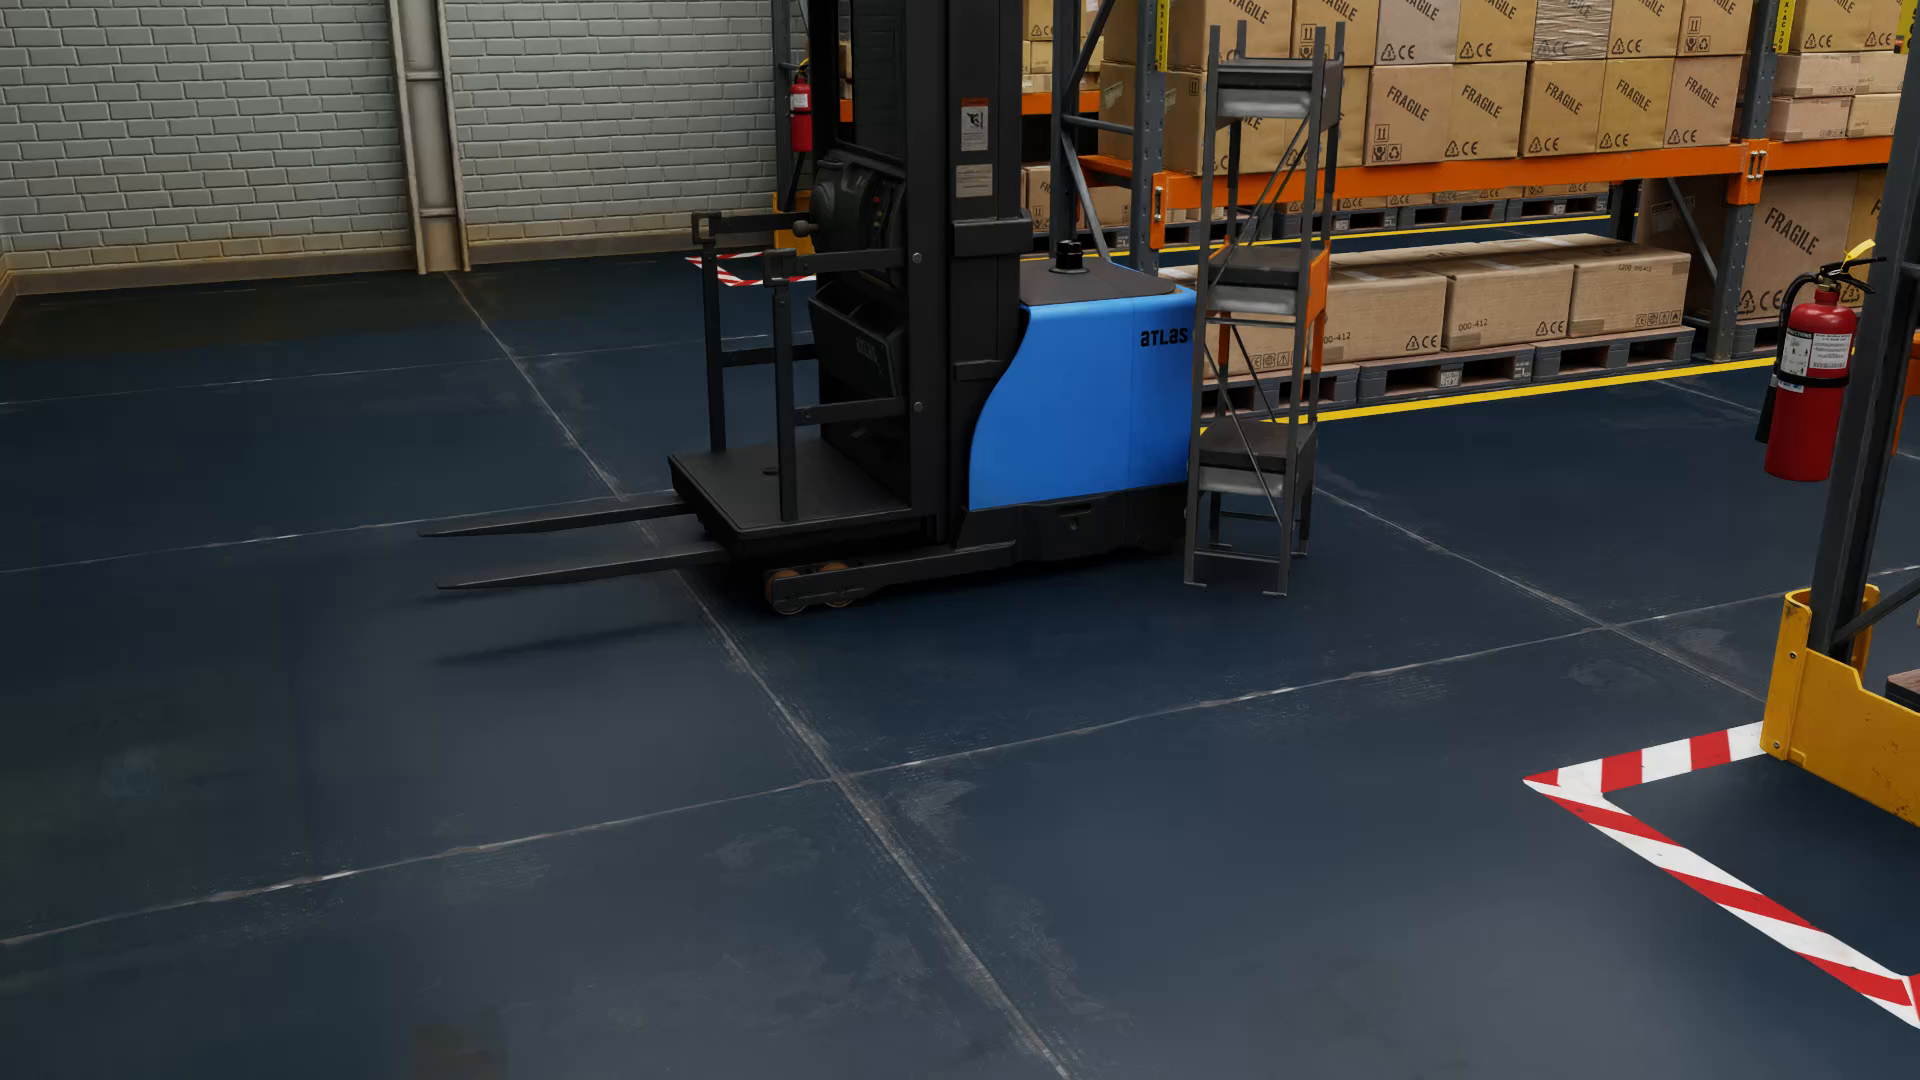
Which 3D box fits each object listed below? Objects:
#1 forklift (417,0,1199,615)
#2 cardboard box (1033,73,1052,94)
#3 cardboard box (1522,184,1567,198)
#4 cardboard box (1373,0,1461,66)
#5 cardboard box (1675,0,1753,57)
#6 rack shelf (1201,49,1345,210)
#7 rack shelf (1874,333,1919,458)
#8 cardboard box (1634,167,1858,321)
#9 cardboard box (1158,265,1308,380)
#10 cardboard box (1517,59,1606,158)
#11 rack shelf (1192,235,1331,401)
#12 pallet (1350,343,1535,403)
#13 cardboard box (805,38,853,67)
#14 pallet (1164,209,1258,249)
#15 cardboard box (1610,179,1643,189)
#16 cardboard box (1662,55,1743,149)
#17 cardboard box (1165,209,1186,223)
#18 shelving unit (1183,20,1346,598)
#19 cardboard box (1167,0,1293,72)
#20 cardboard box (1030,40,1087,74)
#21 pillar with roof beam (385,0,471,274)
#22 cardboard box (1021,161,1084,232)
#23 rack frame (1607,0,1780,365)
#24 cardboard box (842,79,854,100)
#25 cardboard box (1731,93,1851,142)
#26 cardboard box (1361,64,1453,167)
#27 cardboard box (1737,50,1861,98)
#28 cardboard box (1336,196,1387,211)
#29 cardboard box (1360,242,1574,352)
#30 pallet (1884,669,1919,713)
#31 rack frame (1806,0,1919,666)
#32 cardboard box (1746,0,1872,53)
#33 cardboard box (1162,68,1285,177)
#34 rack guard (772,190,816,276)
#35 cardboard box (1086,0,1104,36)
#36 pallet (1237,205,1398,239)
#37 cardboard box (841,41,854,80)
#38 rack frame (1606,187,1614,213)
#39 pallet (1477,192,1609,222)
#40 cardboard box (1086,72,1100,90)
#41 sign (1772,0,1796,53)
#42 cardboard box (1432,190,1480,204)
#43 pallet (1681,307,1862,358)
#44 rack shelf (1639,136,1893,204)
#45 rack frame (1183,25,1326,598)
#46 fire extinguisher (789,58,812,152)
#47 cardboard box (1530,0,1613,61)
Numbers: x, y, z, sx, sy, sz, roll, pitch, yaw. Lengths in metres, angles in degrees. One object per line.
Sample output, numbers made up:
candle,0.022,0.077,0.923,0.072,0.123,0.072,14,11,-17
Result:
forklift,-0.580,-1.301,6.304,3.031,2.935,1.130,-8,21,-22
cardboard box,0.616,-3.656,13.267,0.250,0.149,0.380,-8,21,-21
cardboard box,5.348,-3.507,15.598,0.500,0.500,0.500,-8,21,-23
cardboard box,2.234,-2.742,8.637,0.500,0.500,0.500,-8,21,-22
cardboard box,4.088,-3.005,9.385,0.500,0.500,0.500,-8,21,-22
rack shelf,1.150,-1.516,6.100,0.431,0.518,0.480,7,21,19
rack shelf,4.629,-0.534,5.106,4.000,0.370,1.077,-8,21,-22
cardboard box,4.950,-1.935,10.567,0.875,0.875,0.875,-7,21,-20
cardboard box,1.306,-1.214,9.178,0.875,0.438,0.875,-9,21,-24
cardboard box,3.161,-2.401,9.174,0.500,0.500,0.500,-8,21,-23
rack shelf,1.150,-0.856,6.333,0.431,0.518,0.480,7,21,19
pallet,2.561,-1.080,9.770,1.213,0.211,1.003,-8,21,-22
cardboard box,-0.913,-3.831,13.163,0.500,0.250,0.500,-8,21,-20
pallet,1.811,-2.741,14.488,1.213,0.211,1.003,-8,21,-22
cardboard box,6.693,-3.828,16.321,0.625,0.625,0.875,-7,21,-20
cardboard box,4.087,-2.541,9.572,0.500,0.500,0.500,-8,21,-21
cardboard box,1.719,-2.845,14.069,0.258,0.266,0.396,-7,21,-20
shelving unit,1.150,-0.869,6.328,0.431,2.100,0.503,7,21,19
cardboard box,1.293,-2.602,8.239,0.500,0.500,0.500,-9,21,-23
cardboard box,0.681,-3.875,13.288,0.500,0.250,0.500,-9,21,-23
pillar with roof beam,-2.358,-5.057,7.835,0.400,9.000,9.100,-8,21,-22
cardboard box,0.694,-2.830,13.675,0.500,0.500,0.500,-8,21,-21
rack frame,4.412,-2.633,9.983,0.127,3.000,1.000,-8,21,-22
cardboard box,-0.820,-3.461,12.713,0.250,0.149,0.380,-8,21,-22
cardboard box,4.921,-2.539,9.944,0.500,0.250,0.500,-9,21,-23
cardboard box,2.221,-2.266,8.790,0.500,0.500,0.500,-8,21,-22
cardboard box,4.928,-2.770,9.845,0.500,0.250,0.500,-9,21,-23
cardboard box,3.461,-3.233,14.819,0.500,0.500,0.500,-8,21,-23
cardboard box,2.971,-1.455,9.862,0.875,0.438,0.875,-9,21,-24
pallet,3.622,0.599,5.004,1.213,0.211,1.003,-8,21,-22
rack frame,2.793,-0.610,4.239,0.127,3.000,1.000,-8,21,-22
cardboard box,4.930,-3.122,9.716,0.500,0.500,0.500,-8,21,-21
cardboard box,1.294,-2.129,8.403,0.500,0.500,0.500,-8,21,-22
rack guard,-1.161,-2.451,13.230,0.348,0.500,1.175,-8,21,-22
cardboard box,0.970,-4.455,13.806,0.500,0.500,0.500,-9,21,-23
pallet,3.174,-2.949,15.080,1.213,0.211,1.003,-8,21,-22
cardboard box,-0.707,-3.667,12.698,0.500,0.250,0.500,-8,21,-22
rack frame,6.115,-4.672,15.775,0.127,3.000,1.000,-8,21,-22
pallet,5.415,-3.270,15.992,1.213,0.211,1.003,-8,21,-22
cardboard box,1.034,-3.758,13.557,0.250,0.149,0.380,-8,21,-21
sign,4.633,-2.910,9.346,0.005,0.325,0.100,-8,21,-22
cardboard box,4.399,-3.364,15.190,0.500,0.500,0.500,-9,21,-24
pallet,5.091,-1.442,10.800,1.213,0.211,1.003,-8,21,-22
rack shelf,6.248,-2.557,10.850,4.000,0.370,1.077,-8,21,-22
rack frame,1.066,-0.793,6.112,0.400,2.100,0.015,7,21,19
fire extinguisher,-1.182,-3.247,12.406,0.183,0.674,0.296,-8,21,-22
cardboard box,3.155,-2.871,9.004,0.500,0.500,0.500,-8,21,-21
